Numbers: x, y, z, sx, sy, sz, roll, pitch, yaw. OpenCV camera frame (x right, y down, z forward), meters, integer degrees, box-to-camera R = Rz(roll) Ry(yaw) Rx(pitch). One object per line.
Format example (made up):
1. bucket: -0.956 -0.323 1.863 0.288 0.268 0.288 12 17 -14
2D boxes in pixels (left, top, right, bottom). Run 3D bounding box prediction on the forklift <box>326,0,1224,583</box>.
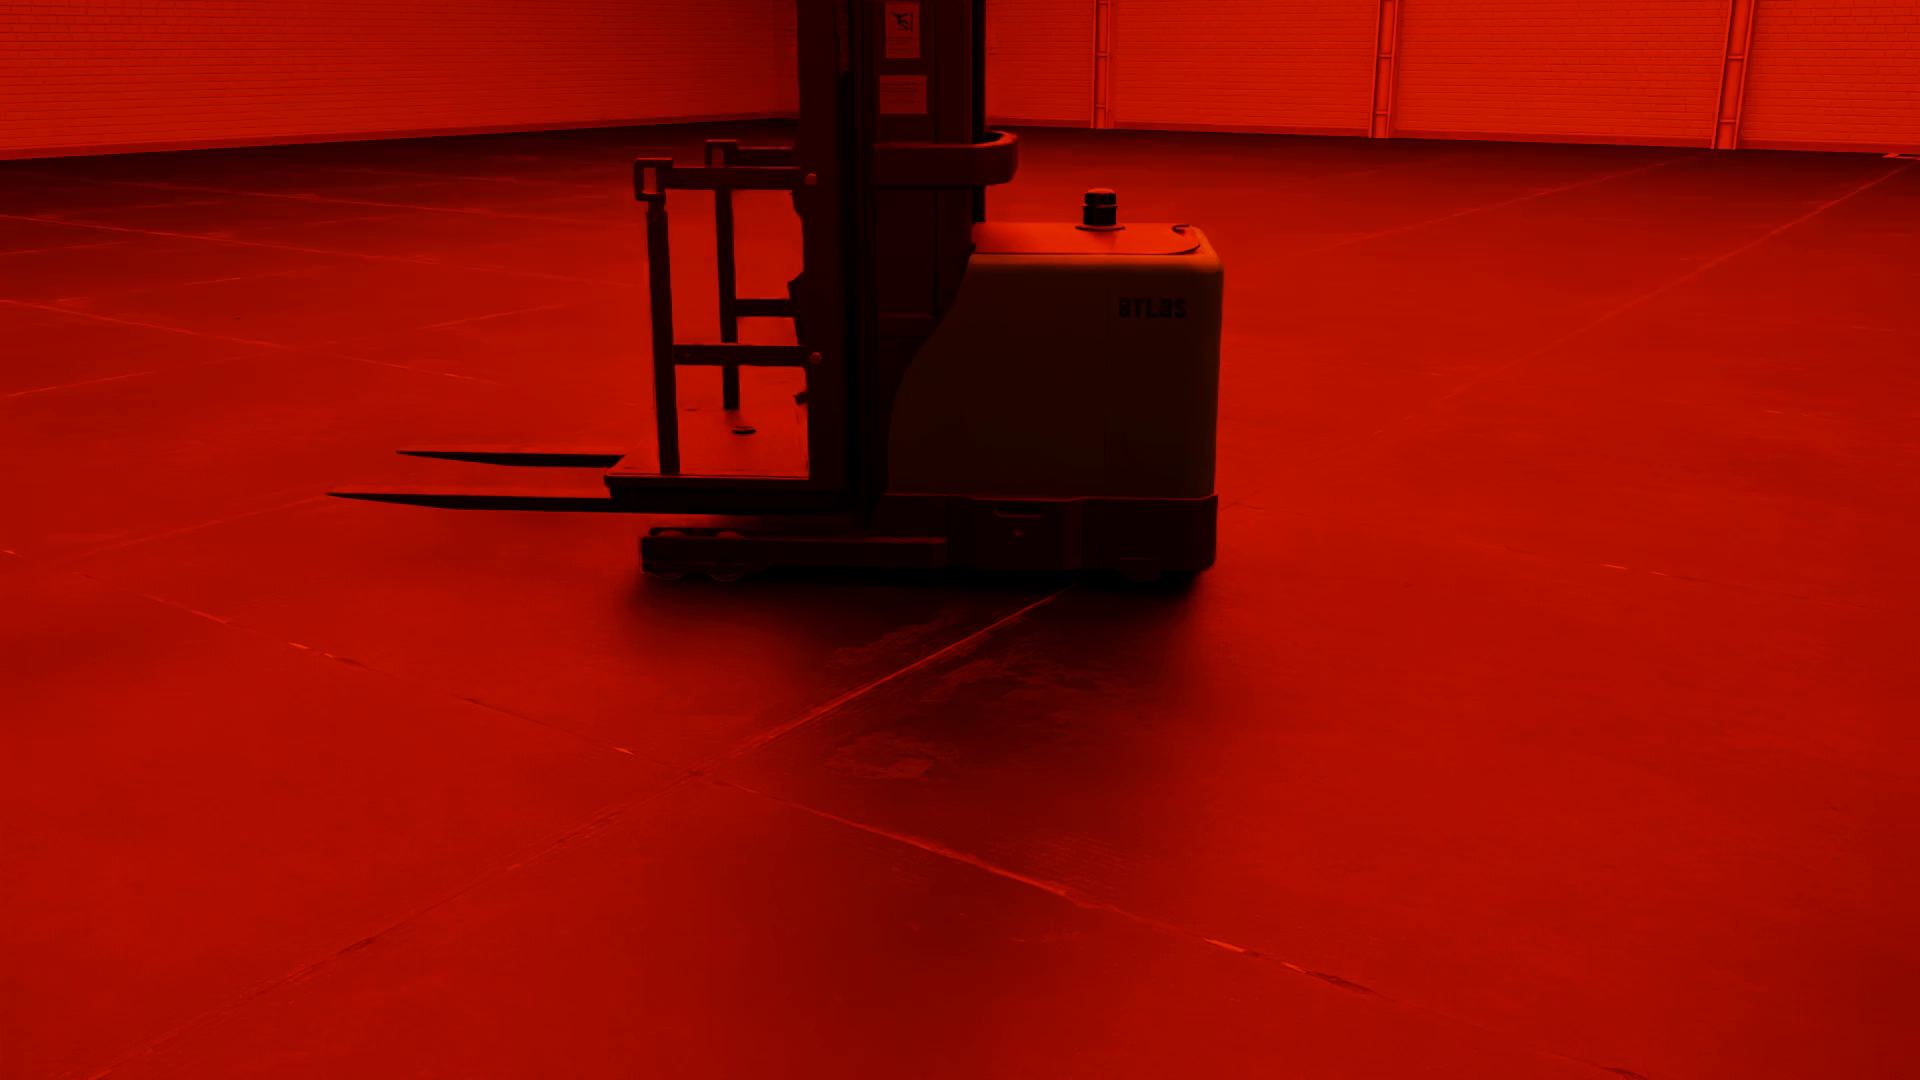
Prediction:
1. forklift: -0.646 -1.415 5.563 3.031 2.935 1.130 1 17 4
